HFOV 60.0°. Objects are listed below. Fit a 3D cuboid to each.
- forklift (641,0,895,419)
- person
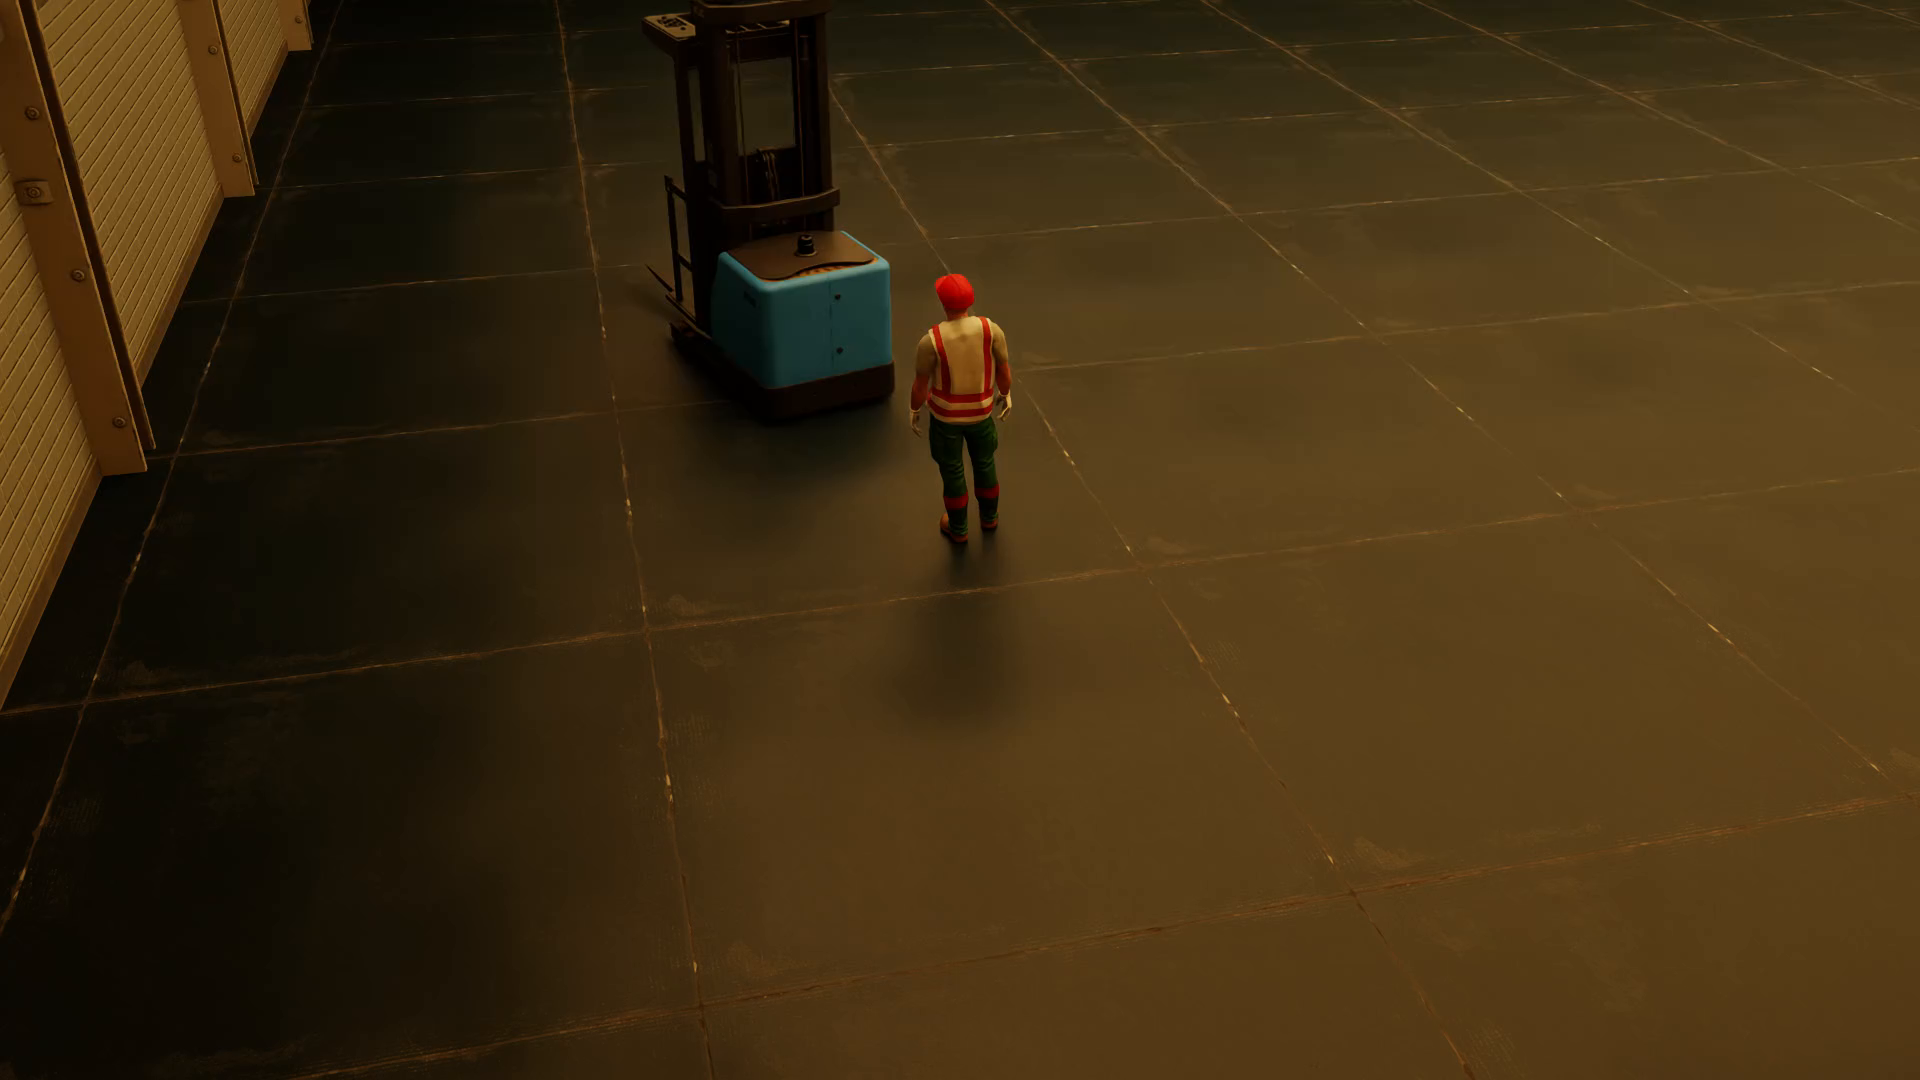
[{"bbox_3d":[-1.633,-2.835,12.472,1.130,2.935,3.031,-15,33,-25],"label":"forklift"},{"bbox_3d":[-0.007,-0.822,10.118,0.637,1.790,0.562,-7,31,-12],"label":"person"}]
